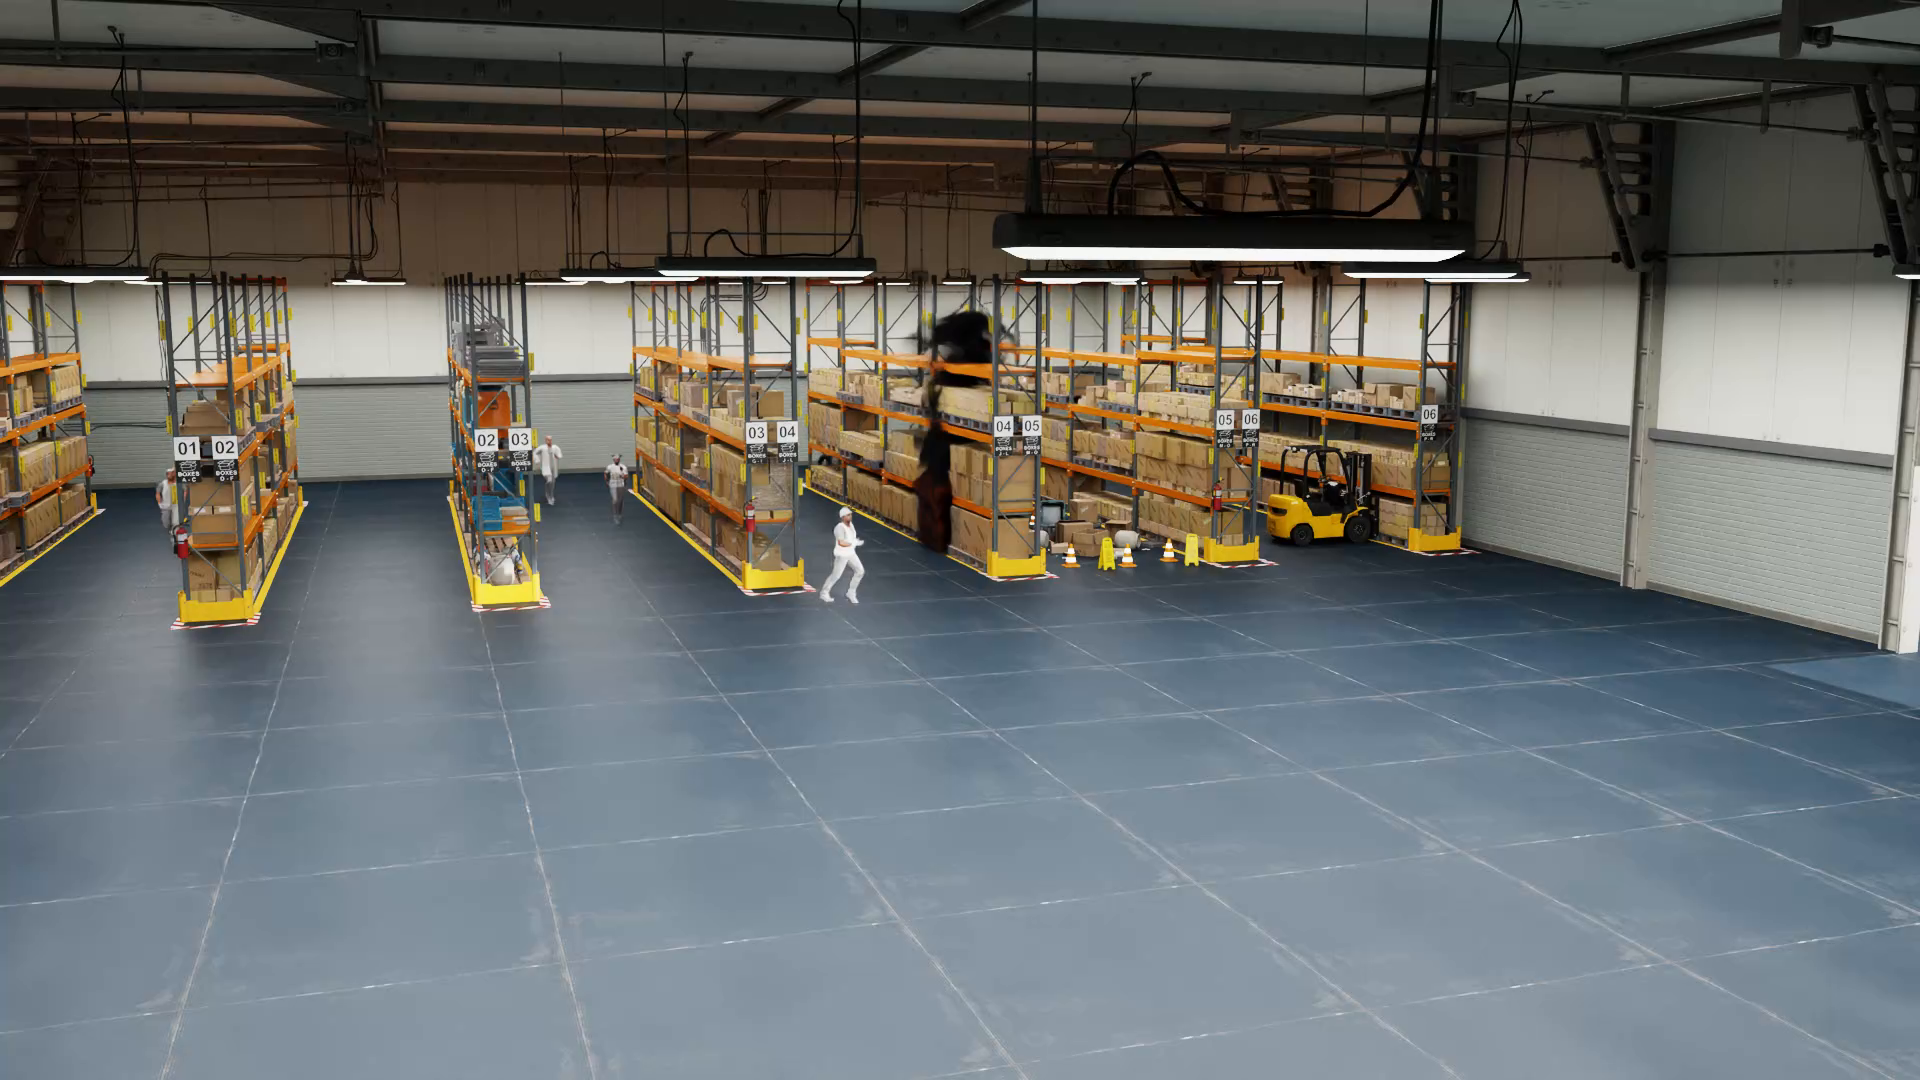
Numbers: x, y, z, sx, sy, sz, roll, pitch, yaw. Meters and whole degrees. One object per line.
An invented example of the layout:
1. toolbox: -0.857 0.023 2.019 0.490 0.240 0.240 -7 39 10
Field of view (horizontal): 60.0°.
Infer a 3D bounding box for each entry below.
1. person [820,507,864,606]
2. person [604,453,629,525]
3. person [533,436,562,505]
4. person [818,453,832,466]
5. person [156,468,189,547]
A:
1. person: -2.097 0.298 30.226 0.901 1.807 0.694 4 10 25
2. person: -8.415 -1.269 40.807 0.557 1.733 0.835 -3 9 -22
3. person: -11.003 -1.872 44.557 0.674 1.849 0.862 -6 11 -36
4. person: -3.990 -2.545 49.740 0.628 1.608 0.603 2 9 16
5. person: -17.687 -0.745 37.365 0.656 1.738 0.819 -3 9 -17
